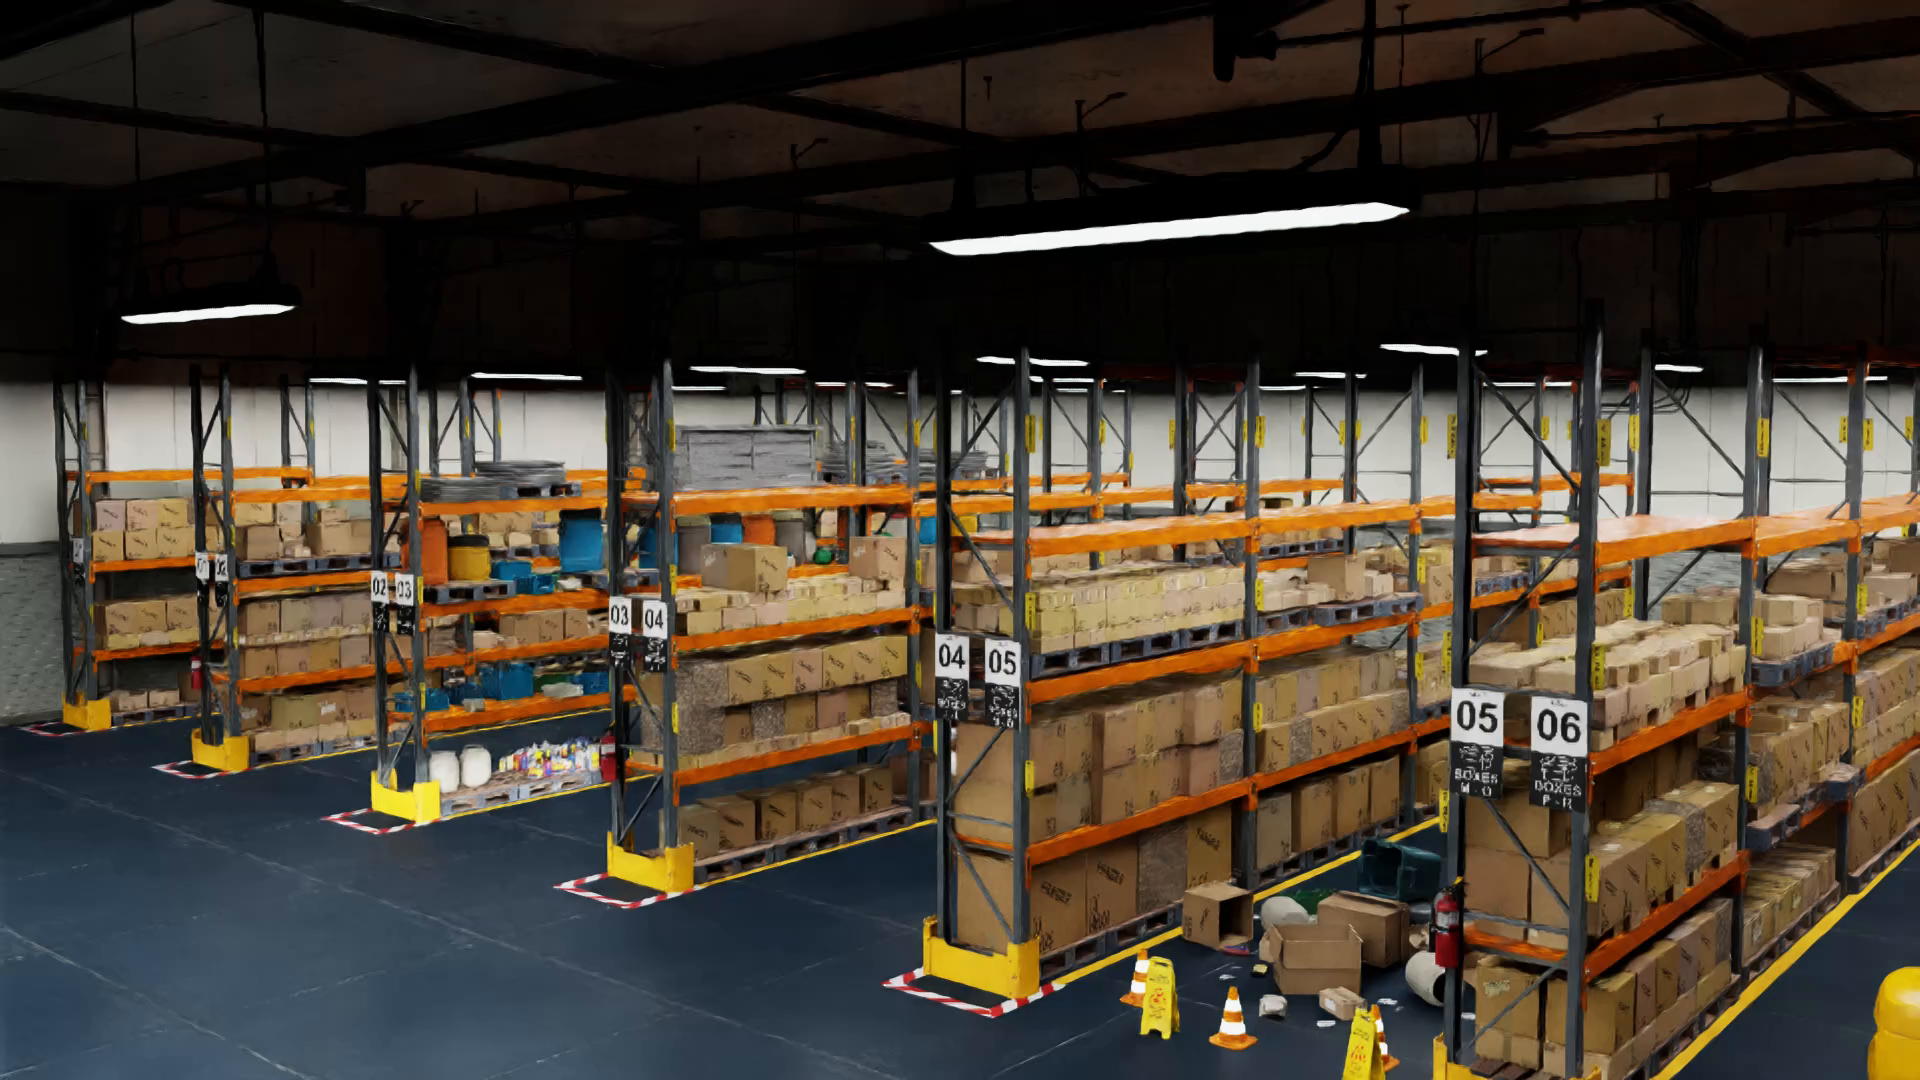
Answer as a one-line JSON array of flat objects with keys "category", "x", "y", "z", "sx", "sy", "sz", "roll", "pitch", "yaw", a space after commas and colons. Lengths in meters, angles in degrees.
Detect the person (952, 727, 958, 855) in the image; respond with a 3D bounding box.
[{"category": "person", "x": -0.010, "y": 2.966, "z": 19.433, "sx": 0.625, "sy": 1.611, "sz": 0.582, "roll": 3, "pitch": 5, "yaw": 39}]
